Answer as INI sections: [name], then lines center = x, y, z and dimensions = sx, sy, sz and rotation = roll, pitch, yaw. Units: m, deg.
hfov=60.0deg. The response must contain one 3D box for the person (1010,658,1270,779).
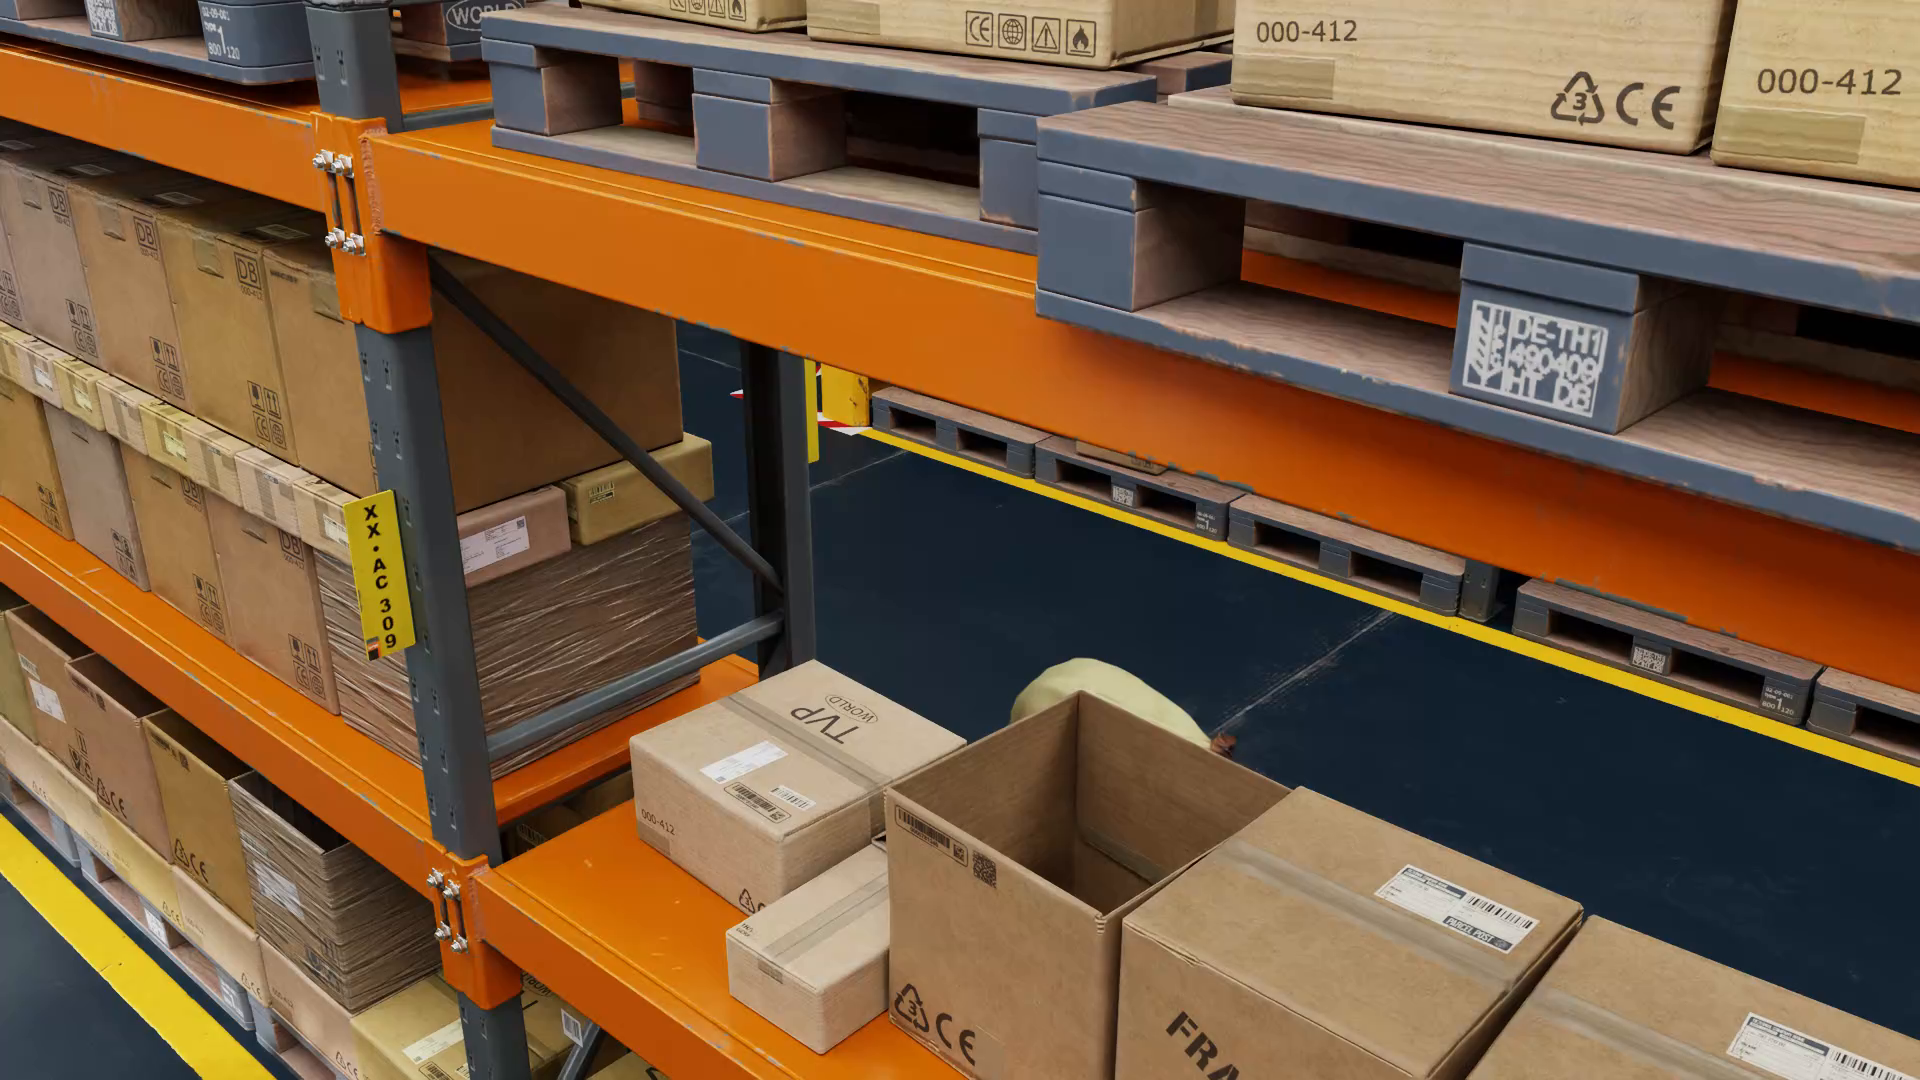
[person]
center = 0.540, 0.913, 4.987
dimensions = 0.857, 0.915, 0.442
rotation = 18, 30, 35
